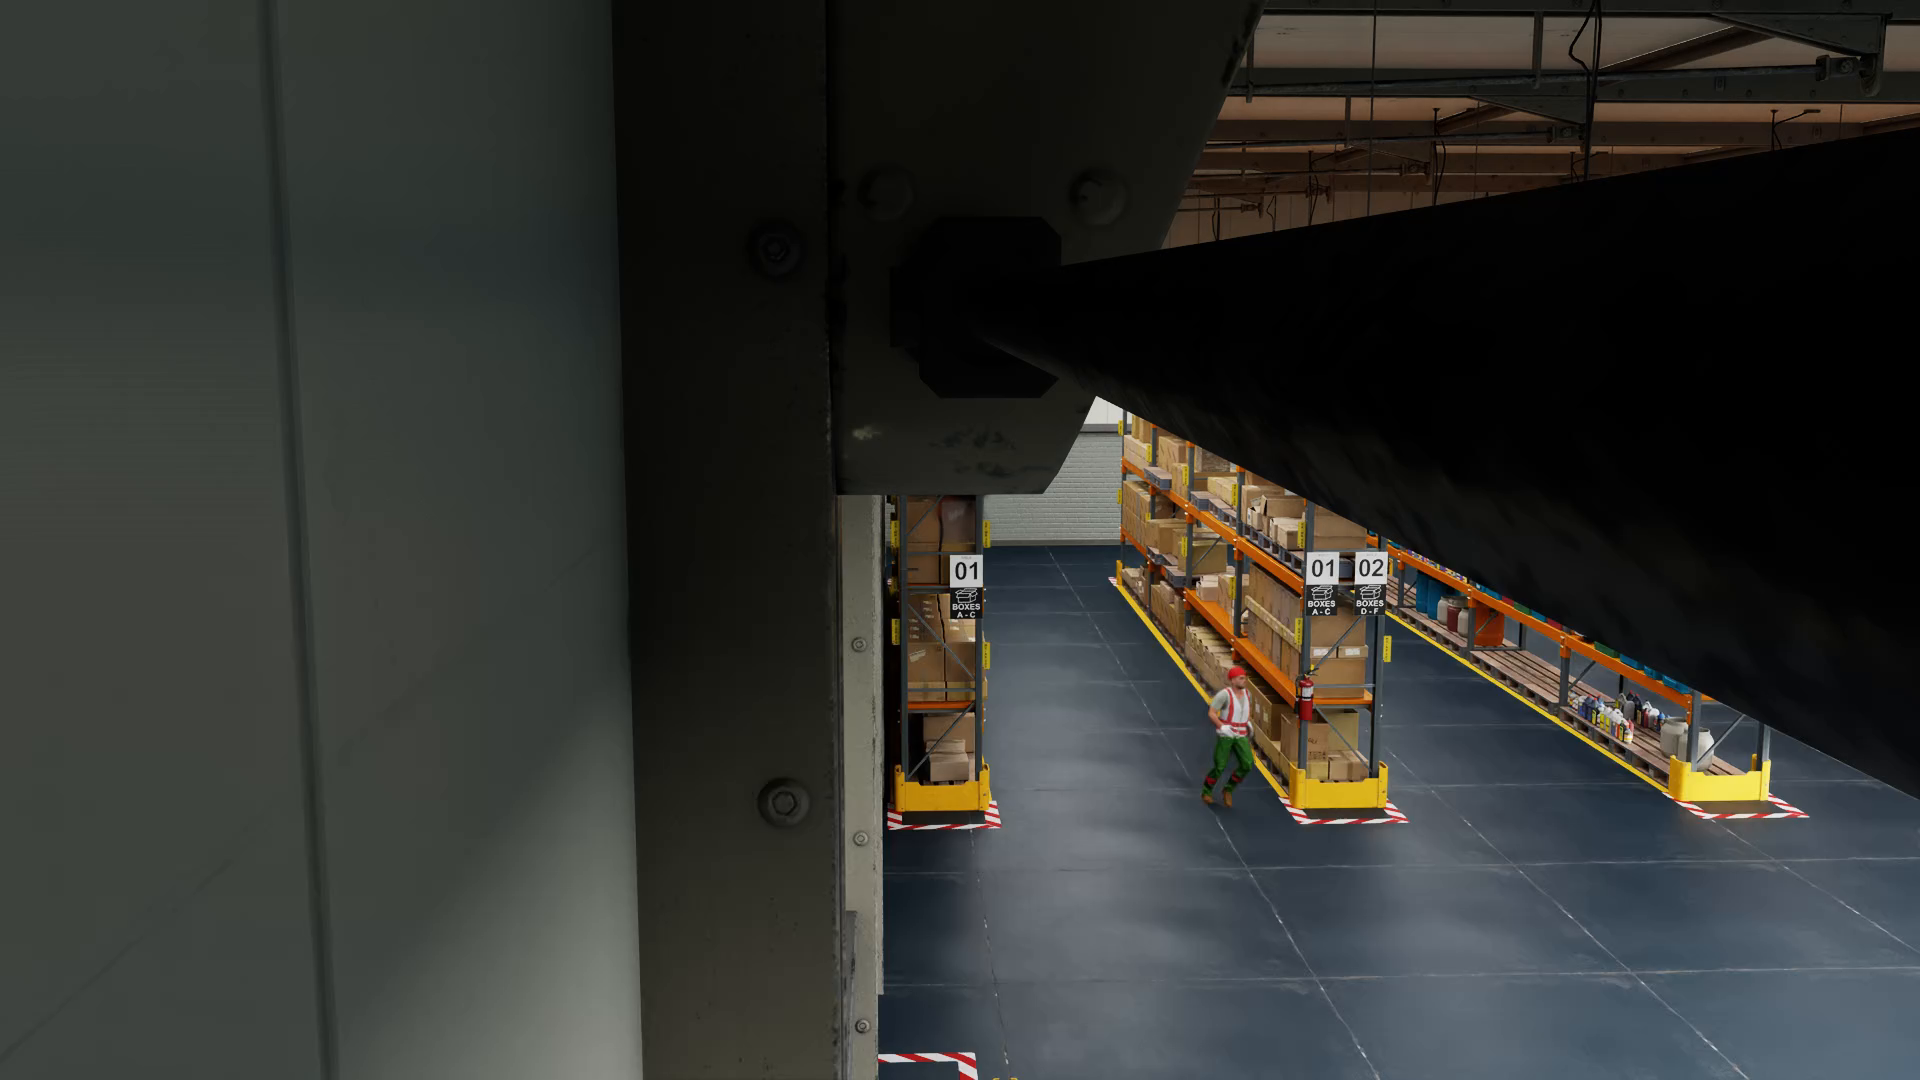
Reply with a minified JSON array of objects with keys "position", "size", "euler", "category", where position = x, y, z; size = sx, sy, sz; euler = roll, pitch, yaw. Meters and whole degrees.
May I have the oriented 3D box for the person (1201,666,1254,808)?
[{"position":[3.400,2.438,20.641],"size":[0.722,1.750,0.637],"euler":[-4,9,-24],"category":"person"}]
